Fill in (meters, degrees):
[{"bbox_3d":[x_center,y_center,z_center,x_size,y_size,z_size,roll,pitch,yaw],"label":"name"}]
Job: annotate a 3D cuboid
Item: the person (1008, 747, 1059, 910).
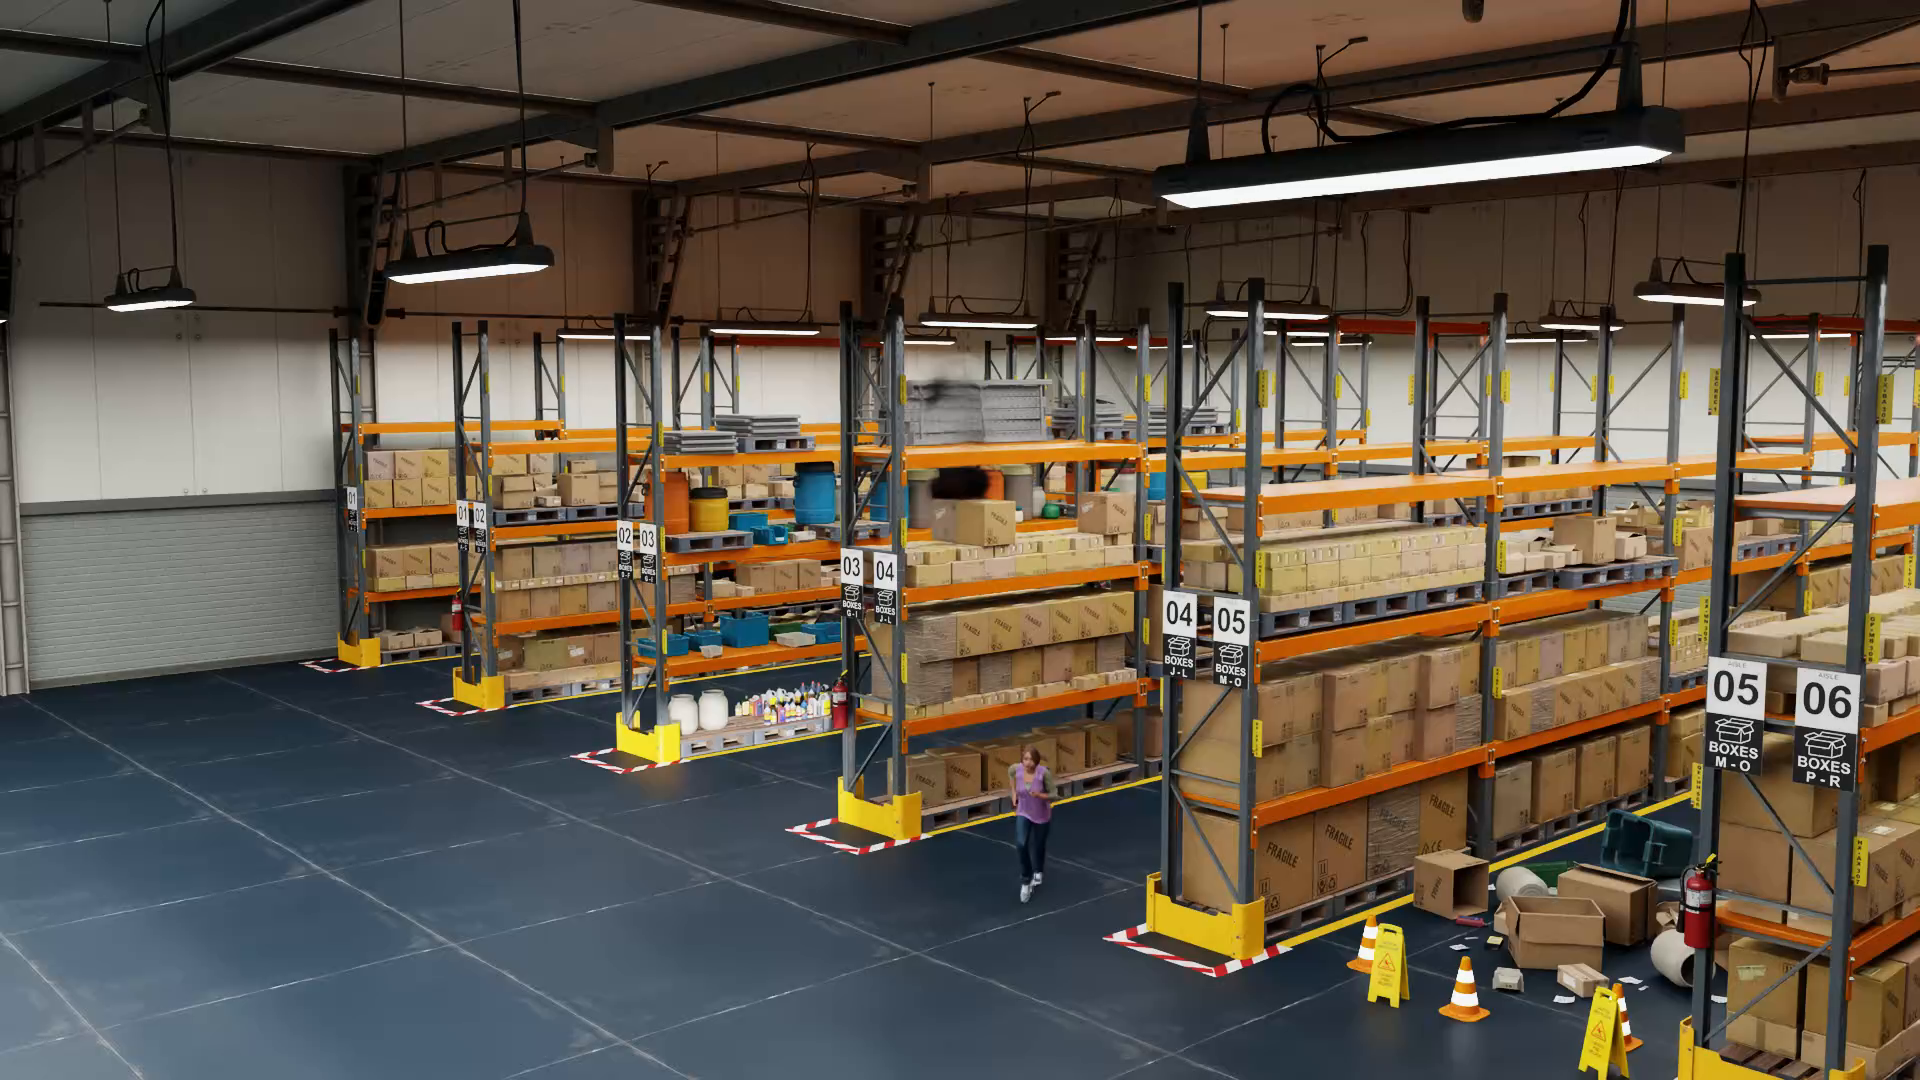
[{"bbox_3d":[0.729,2.771,16.401,0.533,1.589,0.879,1,6,9],"label":"person"}]
